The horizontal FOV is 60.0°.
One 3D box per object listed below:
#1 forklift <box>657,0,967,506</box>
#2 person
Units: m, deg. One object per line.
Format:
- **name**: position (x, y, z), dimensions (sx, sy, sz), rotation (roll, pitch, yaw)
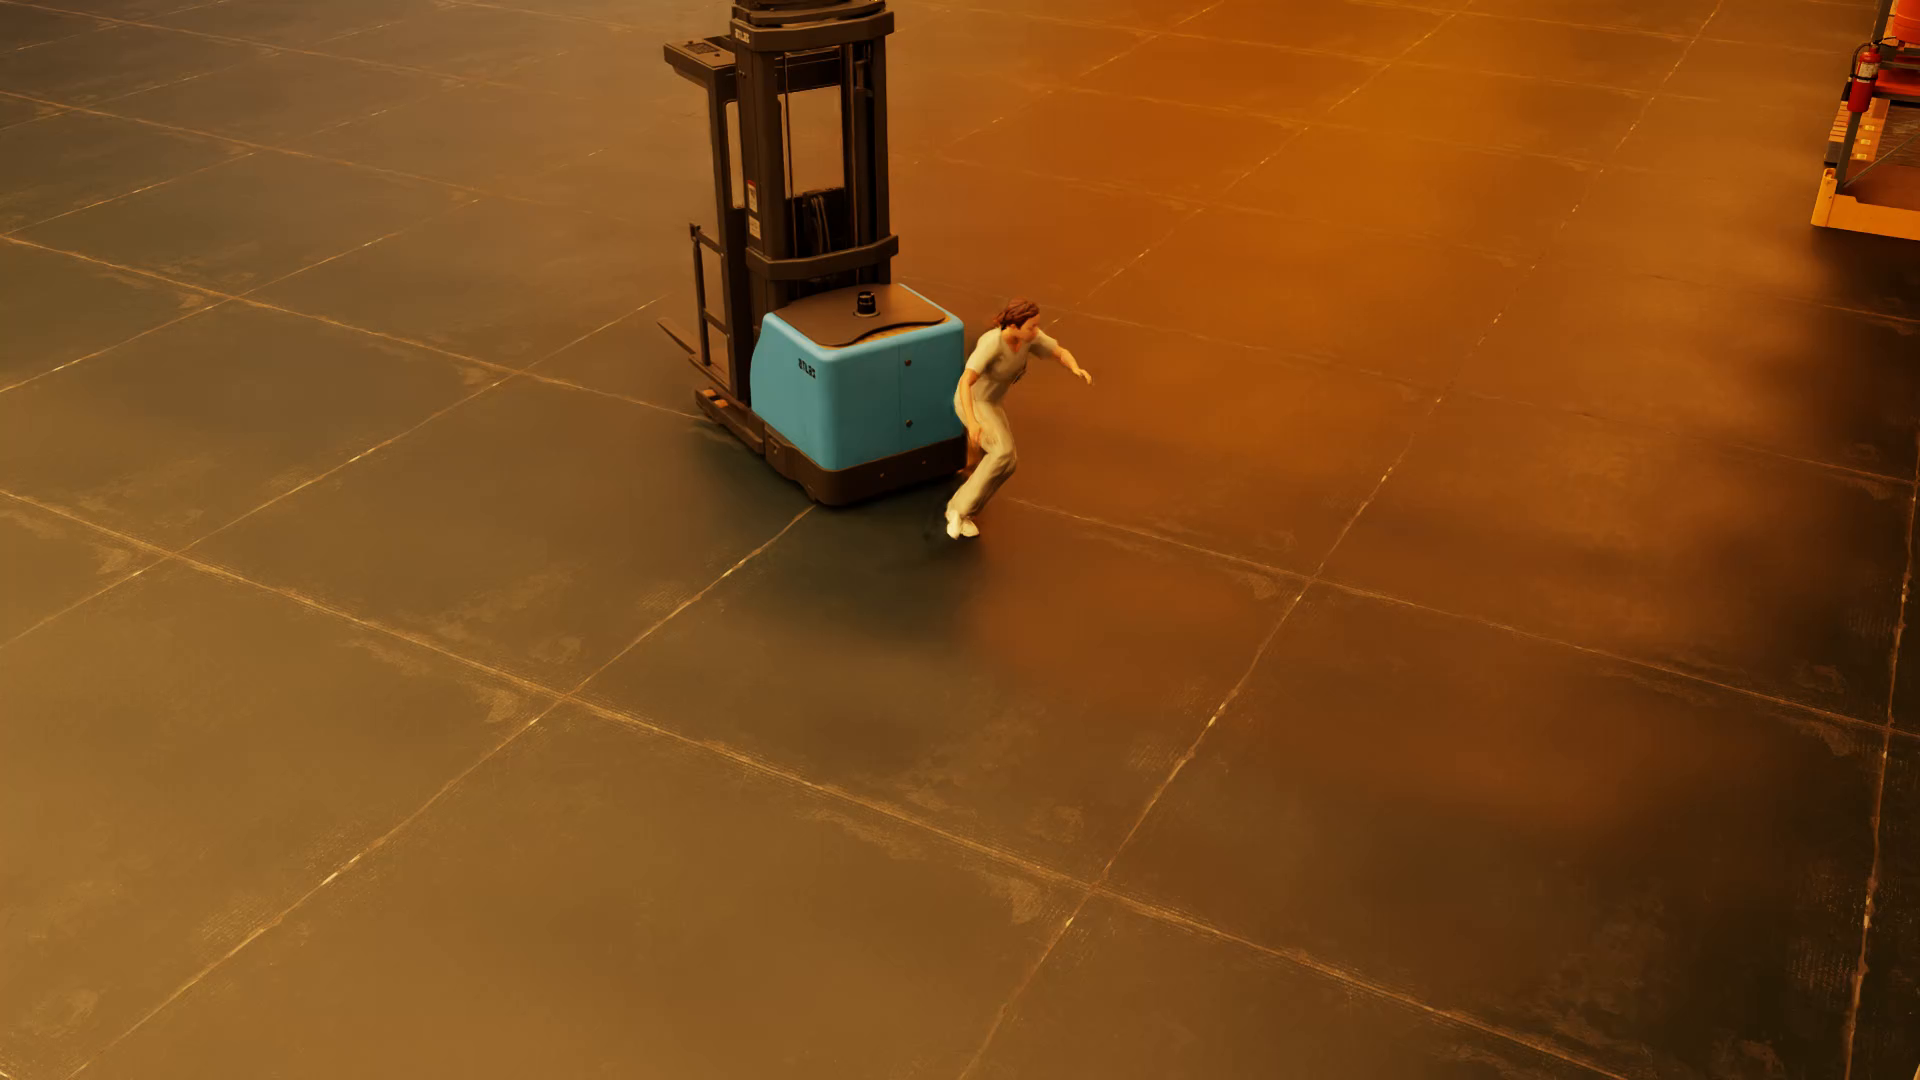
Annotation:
- **forklift**: position (-1.171, -2.177, 10.842), dimensions (1.130, 2.935, 3.031), rotation (-18, 34, -28)
- **person**: position (0.281, -0.706, 9.808), dimensions (0.834, 1.436, 0.974), rotation (17, 34, 27)
